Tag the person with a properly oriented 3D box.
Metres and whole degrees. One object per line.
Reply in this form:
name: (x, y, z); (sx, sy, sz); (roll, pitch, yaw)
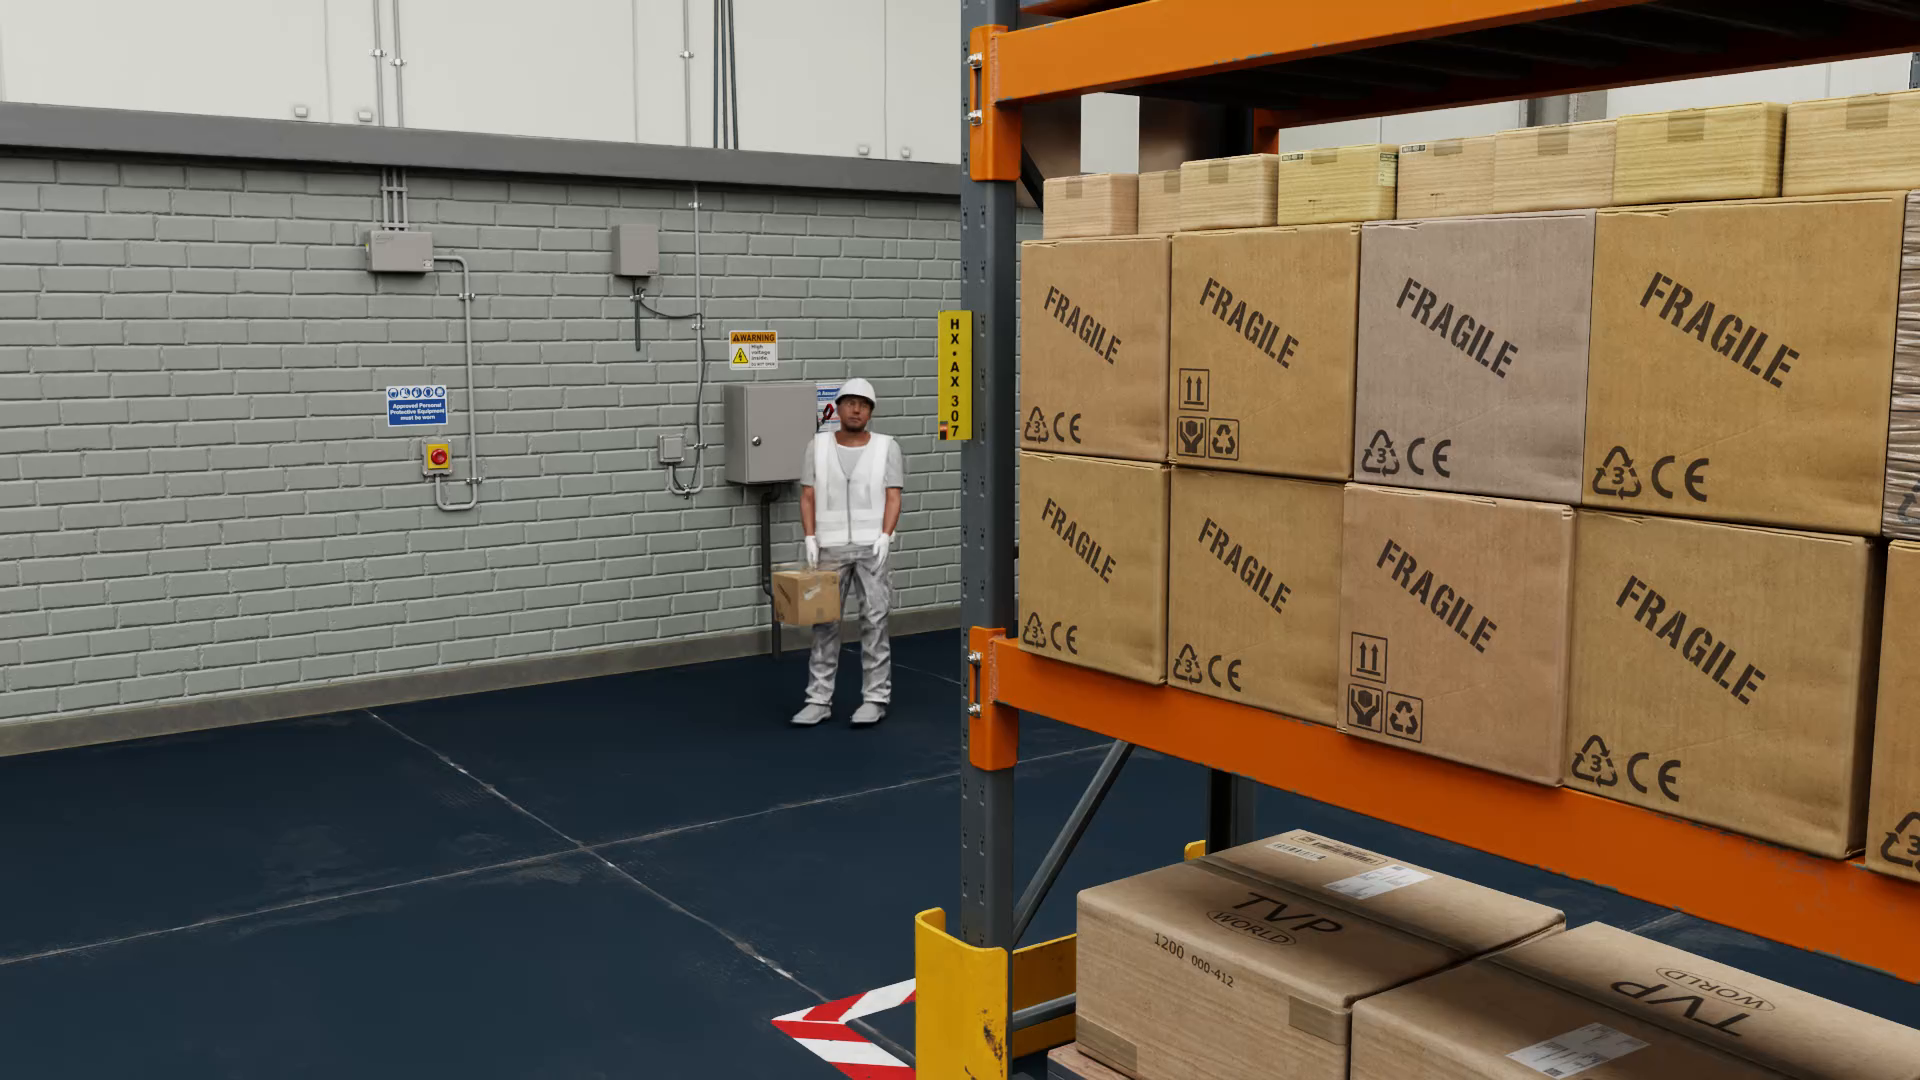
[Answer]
person: (-0.586, 0.058, 8.658); (0.579, 1.795, 0.470); (0, 8, 1)
